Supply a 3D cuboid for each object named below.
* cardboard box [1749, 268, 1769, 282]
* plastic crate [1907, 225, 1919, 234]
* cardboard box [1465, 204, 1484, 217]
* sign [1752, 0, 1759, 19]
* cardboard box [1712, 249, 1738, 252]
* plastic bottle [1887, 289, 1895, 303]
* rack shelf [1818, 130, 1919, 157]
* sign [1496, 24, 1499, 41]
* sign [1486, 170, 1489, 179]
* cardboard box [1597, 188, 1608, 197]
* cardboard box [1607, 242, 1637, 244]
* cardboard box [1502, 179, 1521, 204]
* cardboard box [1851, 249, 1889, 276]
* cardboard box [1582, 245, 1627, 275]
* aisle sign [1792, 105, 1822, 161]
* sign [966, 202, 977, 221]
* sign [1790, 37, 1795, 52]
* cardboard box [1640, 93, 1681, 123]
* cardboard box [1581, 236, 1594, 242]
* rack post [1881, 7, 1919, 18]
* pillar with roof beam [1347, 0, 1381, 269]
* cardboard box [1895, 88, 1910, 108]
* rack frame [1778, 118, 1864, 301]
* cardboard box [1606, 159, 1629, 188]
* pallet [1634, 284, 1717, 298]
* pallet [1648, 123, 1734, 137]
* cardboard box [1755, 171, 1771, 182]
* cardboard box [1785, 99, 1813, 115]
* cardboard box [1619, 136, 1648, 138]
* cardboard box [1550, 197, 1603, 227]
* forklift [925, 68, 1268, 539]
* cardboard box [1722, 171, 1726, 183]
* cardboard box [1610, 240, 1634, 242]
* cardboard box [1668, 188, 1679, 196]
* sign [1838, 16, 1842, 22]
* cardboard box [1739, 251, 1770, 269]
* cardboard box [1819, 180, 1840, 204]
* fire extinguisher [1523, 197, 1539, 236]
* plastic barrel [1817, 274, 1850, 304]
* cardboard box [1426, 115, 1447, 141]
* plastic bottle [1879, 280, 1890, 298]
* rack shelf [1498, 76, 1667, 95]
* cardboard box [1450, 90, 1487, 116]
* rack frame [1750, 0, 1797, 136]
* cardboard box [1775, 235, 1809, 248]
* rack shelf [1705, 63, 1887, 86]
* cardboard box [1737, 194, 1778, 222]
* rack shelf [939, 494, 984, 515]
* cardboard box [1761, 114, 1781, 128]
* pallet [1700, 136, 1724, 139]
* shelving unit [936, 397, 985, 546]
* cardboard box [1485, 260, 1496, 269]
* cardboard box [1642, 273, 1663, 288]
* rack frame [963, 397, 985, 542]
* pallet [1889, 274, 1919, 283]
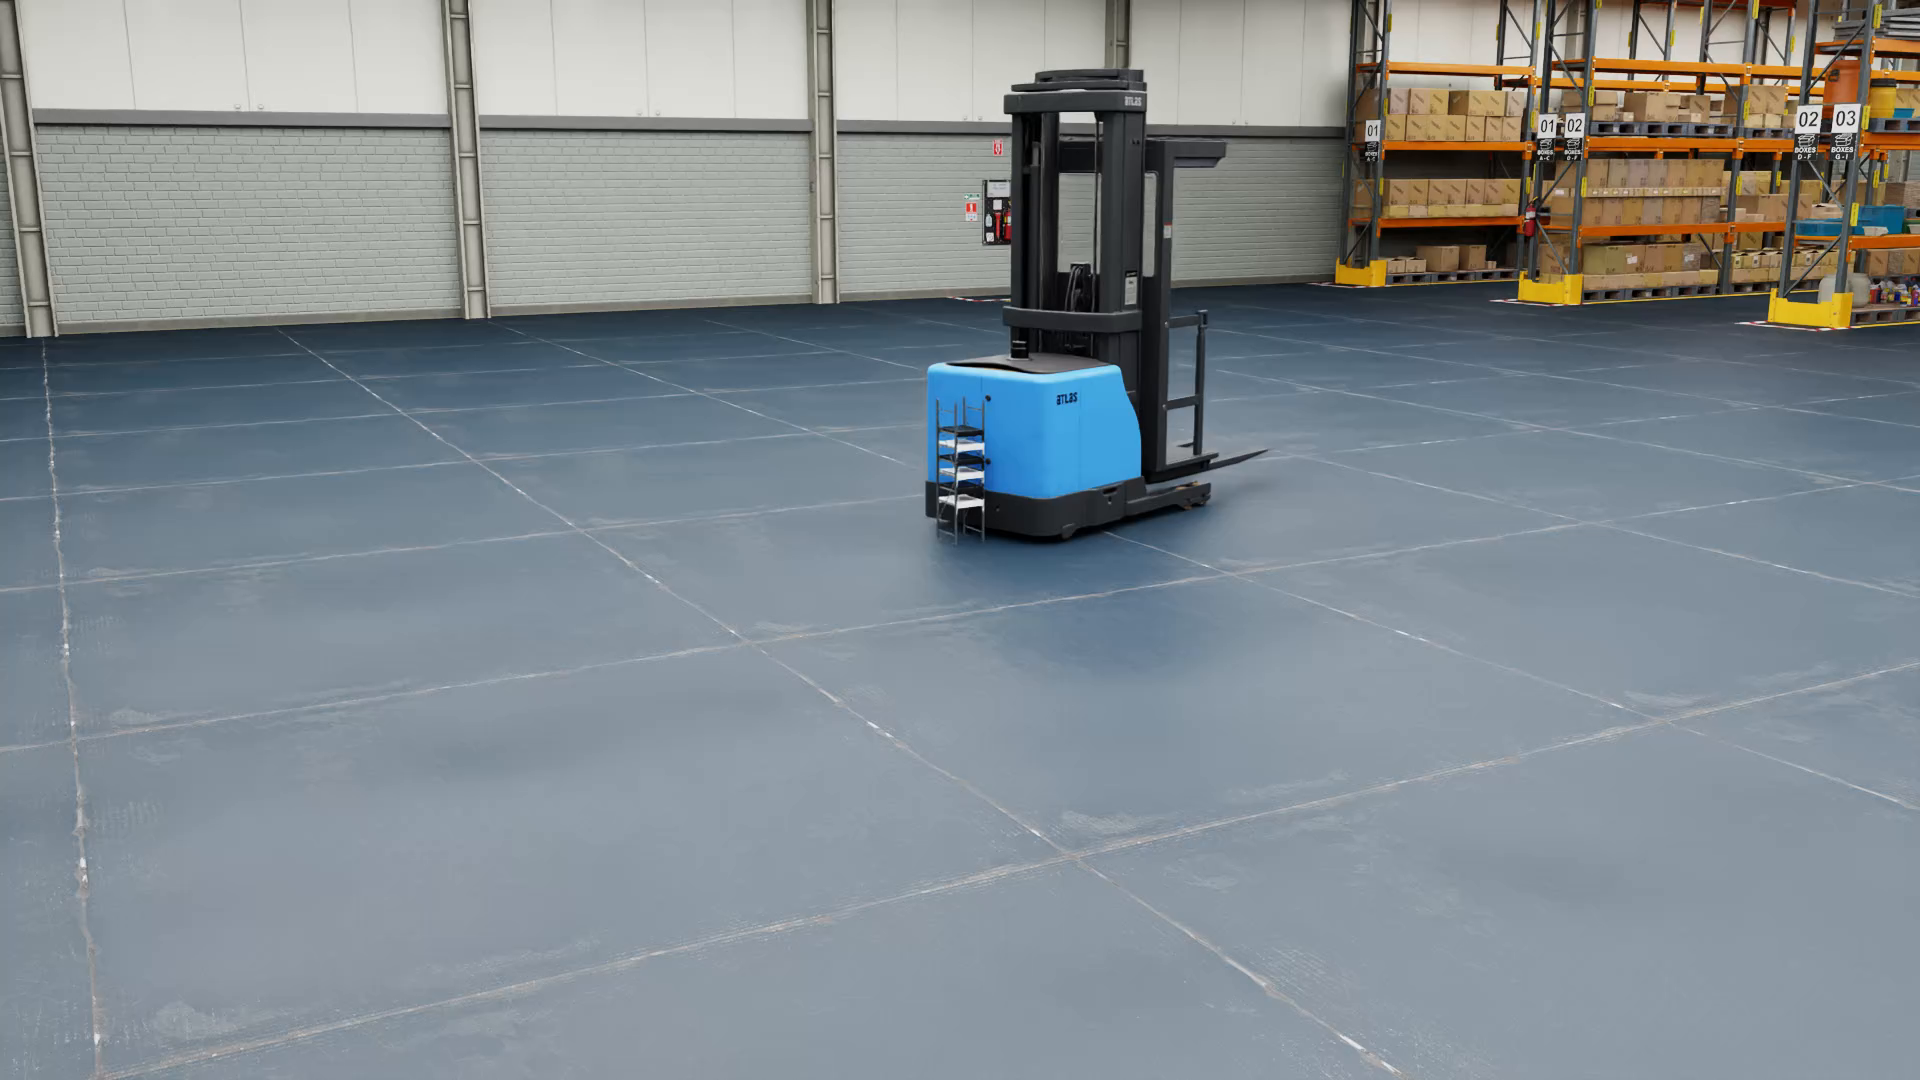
[{"bbox_3d":[14.805,-4.990,31.255,0.500,0.250,0.500,-6,14,-26],"label":"cardboard box"},{"bbox_3d":[14.949,-4.775,25.594,0.437,0.136,0.530,-7,14,-28],"label":"plastic crate"},{"bbox_3d":[10.360,-6.754,34.084,0.500,0.250,0.500,-7,14,-28],"label":"cardboard box"},{"bbox_3d":[14.127,-9.428,29.520,0.005,0.325,0.100,-7,14,-28],"label":"sign"},{"bbox_3d":[14.554,-5.369,31.662,0.500,0.311,0.500,-6,14,-26],"label":"cardboard box"},{"bbox_3d":[14.739,-3.865,26.322,0.097,0.201,0.097,0,13,0],"label":"plastic bottle"},{"bbox_3d":[14.497,-6.025,25.356,4.000,0.370,1.077,-7,14,-28],"label":"rack shelf"},{"bbox_3d":[11.235,-10.598,34.719,0.005,0.325,0.100,-7,14,-28],"label":"sign"},{"bbox_3d":[11.237,-7.704,35.372,0.005,0.325,0.100,-7,14,-28],"label":"sign"},{"bbox_3d":[11.050,-6.051,28.958,0.250,0.149,0.380,-7,15,-29],"label":"cardboard box"},{"bbox_3d":[12.010,-5.161,30.307,0.500,0.500,0.500,-7,14,-28],"label":"cardboard box"},{"bbox_3d":[11.239,-7.225,34.471,0.500,0.500,0.500,-7,14,-28],"label":"cardboard box"},{"bbox_3d":[17.930,-5.487,32.849,0.500,0.500,0.500,-6,14,-25],"label":"cardboard box"},{"bbox_3d":[11.387,-4.953,29.384,0.500,0.500,0.500,-7,14,-28],"label":"cardboard box"},{"bbox_3d":[12.536,-6.020,24.607,0.004,0.787,0.394,-7,14,-28],"label":"aisle sign"},{"bbox_3d":[0.206,-5.947,30.122,0.234,0.329,0.001,-7,14,-28],"label":"sign"},{"bbox_3d":[18.798,-11.192,37.536,0.005,0.325,0.100,-7,14,-28],"label":"sign"},{"bbox_3d":[12.377,-7.716,29.721,0.637,0.503,0.797,-5,14,-22],"label":"cardboard box"},{"bbox_3d":[13.430,-6.625,36.200,0.500,0.250,0.500,-7,14,-28],"label":"cardboard box"},{"bbox_3d":[14.427,-7.802,24.954,0.954,0.300,0.937,-7,15,-29],"label":"rack post"},{"bbox_3d":[10.257,-8.949,29.878,0.400,9.000,9.100,-7,14,-28],"label":"pillar with roof beam"},{"bbox_3d":[18.227,-8.597,32.642,0.500,0.500,0.500,-7,14,-28],"label":"cardboard box"},{"bbox_3d":[12.742,-4.702,24.672,0.127,3.000,1.000,-7,14,-28],"label":"rack frame"},{"bbox_3d":[11.293,-6.448,29.244,0.500,0.500,0.700,-7,15,-29],"label":"cardboard box"},{"bbox_3d":[13.164,-4.642,30.755,1.213,0.211,1.003,-7,14,-28],"label":"pallet"},{"bbox_3d":[13.146,-7.404,30.044,1.213,0.211,1.003,-7,14,-28],"label":"pallet"},{"bbox_3d":[18.240,-8.345,38.199,0.500,0.250,0.500,-6,14,-26],"label":"cardboard box"},{"bbox_3d":[19.288,-9.905,38.406,0.500,0.500,0.500,-7,14,-28],"label":"cardboard box"},{"bbox_3d":[14.514,-8.755,36.005,0.500,0.311,0.500,-7,14,-28],"label":"cardboard box"},{"bbox_3d":[10.787,-5.753,29.111,0.500,0.500,0.700,-7,14,-28],"label":"cardboard box"},{"bbox_3d":[1.111,-1.699,11.485,1.130,2.935,3.031,11,16,39],"label":"forklift"},{"bbox_3d":[16.892,-8.186,37.491,0.500,0.250,0.500,-7,15,-29],"label":"cardboard box"},{"bbox_3d":[14.410,-6.362,36.740,0.500,0.500,0.700,-7,14,-27],"label":"cardboard box"},{"bbox_3d":[12.631,-6.240,29.800,0.250,0.149,0.380,-6,14,-26],"label":"cardboard box"},{"bbox_3d":[17.125,-10.024,32.345,0.005,0.325,0.100,-7,14,-28],"label":"sign"},{"bbox_3d":[14.806,-5.262,31.188,0.500,0.311,0.500,-7,14,-29],"label":"cardboard box"},{"bbox_3d":[20.289,-8.228,39.656,0.700,0.700,0.980,-8,15,-31],"label":"cardboard box"},{"bbox_3d":[10.045,-5.697,29.266,0.183,0.674,0.296,-7,14,-28],"label":"fire extinguisher"},{"bbox_3d":[13.283,-3.777,25.272,0.421,0.512,0.421,0,13,0],"label":"plastic barrel"},{"bbox_3d":[9.350,-8.225,33.222,0.500,0.500,0.500,-6,14,-25],"label":"cardboard box"},{"bbox_3d":[14.643,-3.956,26.388,0.185,0.351,0.144,-6,14,-26],"label":"plastic bottle"},{"bbox_3d":[13.261,-9.623,35.424,4.000,0.370,1.077,-7,14,-28],"label":"rack shelf"},{"bbox_3d":[10.266,-8.820,33.588,0.500,0.500,0.500,-7,15,-30],"label":"cardboard box"},{"bbox_3d":[18.528,-10.801,38.106,0.127,3.000,1.000,-7,14,-28],"label":"rack frame"},{"bbox_3d":[19.676,-6.970,39.487,0.500,0.500,0.700,-7,14,-28],"label":"cardboard box"},{"bbox_3d":[15.638,-8.669,31.184,4.000,0.370,1.077,-7,14,-28],"label":"rack shelf"},{"bbox_3d":[15.027,-6.260,31.365,0.500,0.500,0.500,-6,14,-24],"label":"cardboard box"},{"bbox_3d":[0.001,-0.229,10.549,0.200,0.077,0.258,-8,15,-31],"label":"rack shelf"},{"bbox_3d":[14.909,-7.794,30.965,0.500,0.250,0.500,-8,15,-33],"label":"cardboard box"},{"bbox_3d":[16.536,-9.021,37.458,1.213,0.211,1.003,-6,14,-25],"label":"pallet"},{"bbox_3d":[0.001,-0.437,10.502,0.210,0.900,0.258,-8,15,-31],"label":"shelving unit"},{"bbox_3d":[11.050,-5.803,35.012,0.250,0.166,0.380,-9,16,-35],"label":"cardboard box"},{"bbox_3d":[12.266,-4.692,29.931,0.500,0.250,0.500,-7,14,-28],"label":"cardboard box"},{"bbox_3d":[0.087,-0.449,10.556,0.006,0.900,0.240,-8,15,-31],"label":"rack frame"},{"bbox_3d":[19.136,-5.337,33.844,1.213,0.211,1.003,-7,14,-28],"label":"pallet"}]
